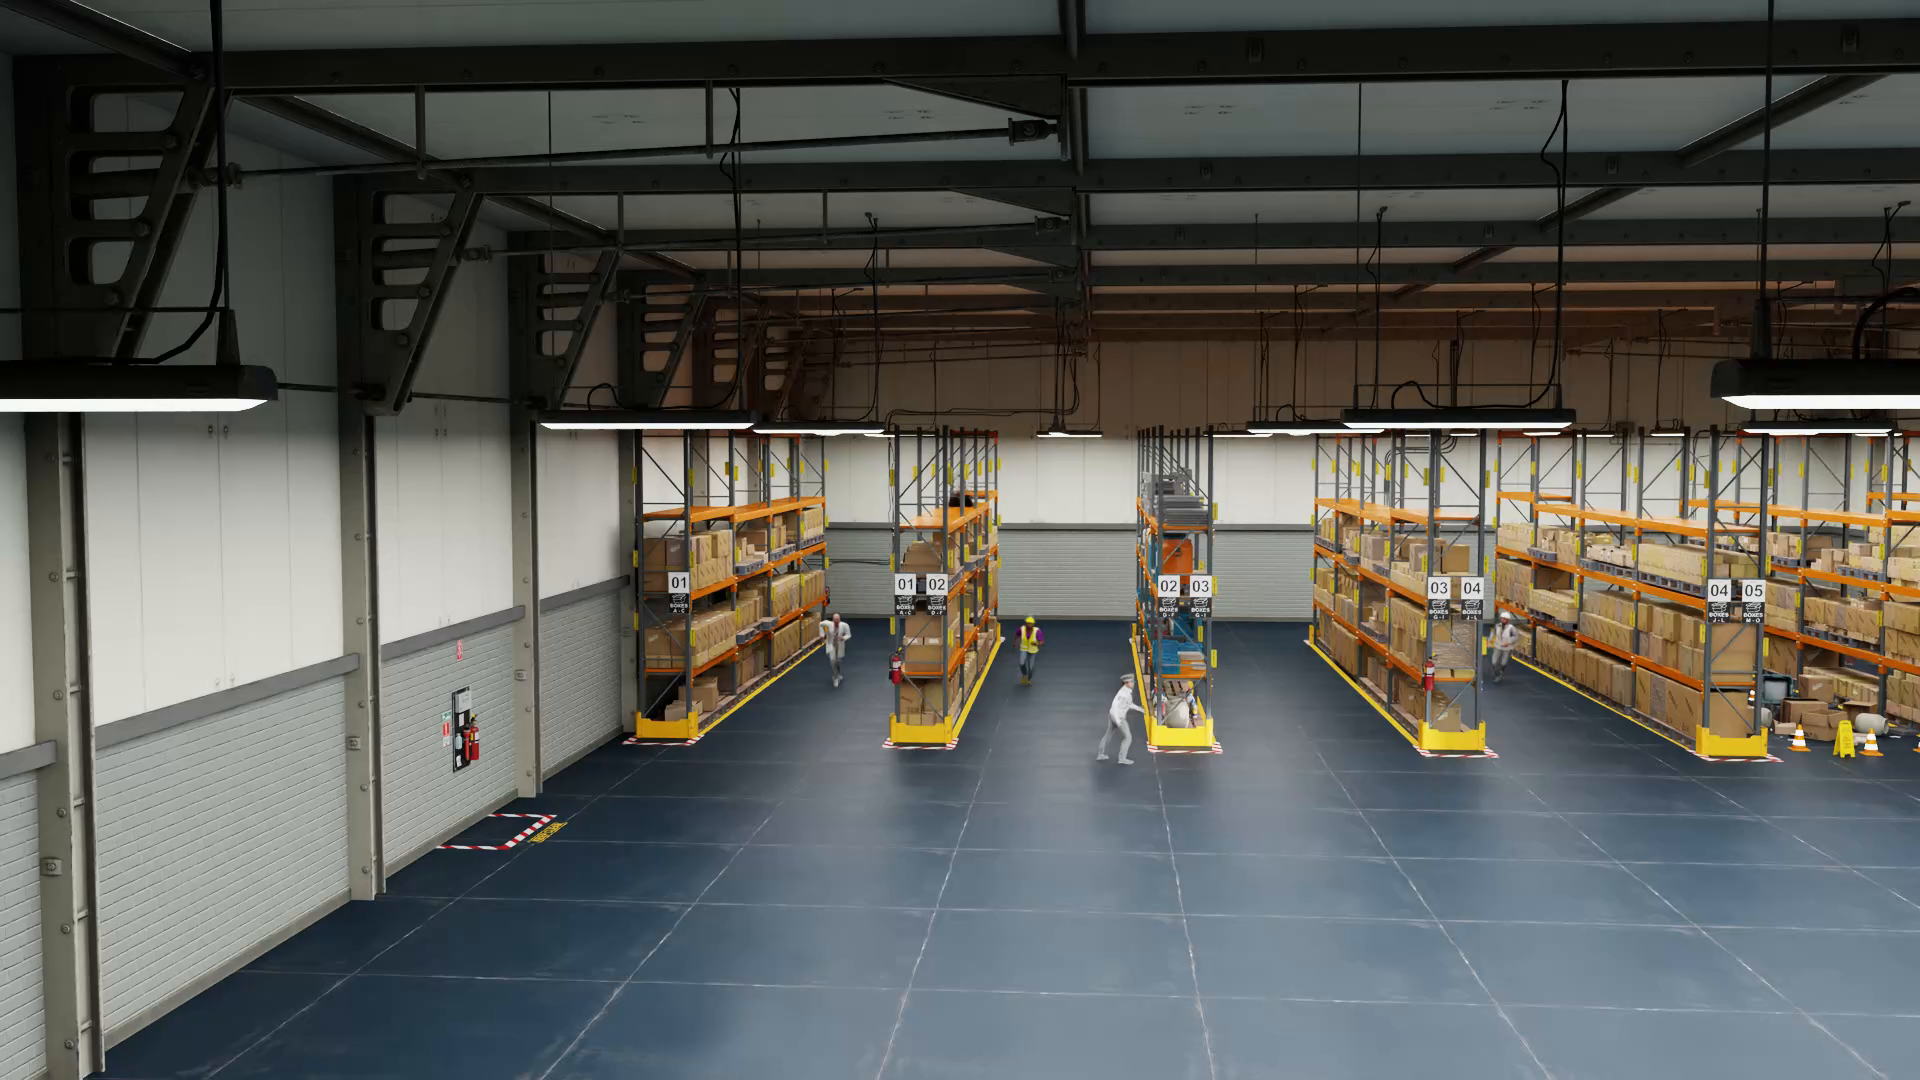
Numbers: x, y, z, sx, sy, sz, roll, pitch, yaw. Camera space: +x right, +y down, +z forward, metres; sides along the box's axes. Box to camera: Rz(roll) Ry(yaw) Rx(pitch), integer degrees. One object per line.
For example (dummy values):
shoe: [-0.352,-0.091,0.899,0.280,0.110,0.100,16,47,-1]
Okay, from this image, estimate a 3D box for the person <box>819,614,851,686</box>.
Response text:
person: [-2.932,2.566,39.047,0.754,1.747,1.068,0,3,-5]

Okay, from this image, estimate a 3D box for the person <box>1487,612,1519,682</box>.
person: [12.856,2.541,39.319,0.719,1.683,0.529,2,4,31]

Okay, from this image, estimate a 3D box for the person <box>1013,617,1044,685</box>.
person: [1.583,2.571,38.561,0.717,1.626,0.969,0,3,2]

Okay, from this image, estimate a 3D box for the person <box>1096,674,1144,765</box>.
person: [2.847,3.155,29.474,0.835,1.609,0.626,0,3,0]

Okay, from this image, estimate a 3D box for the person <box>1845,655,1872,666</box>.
person: [22.612,2.378,41.822,0.574,1.643,0.904,-1,4,-13]
